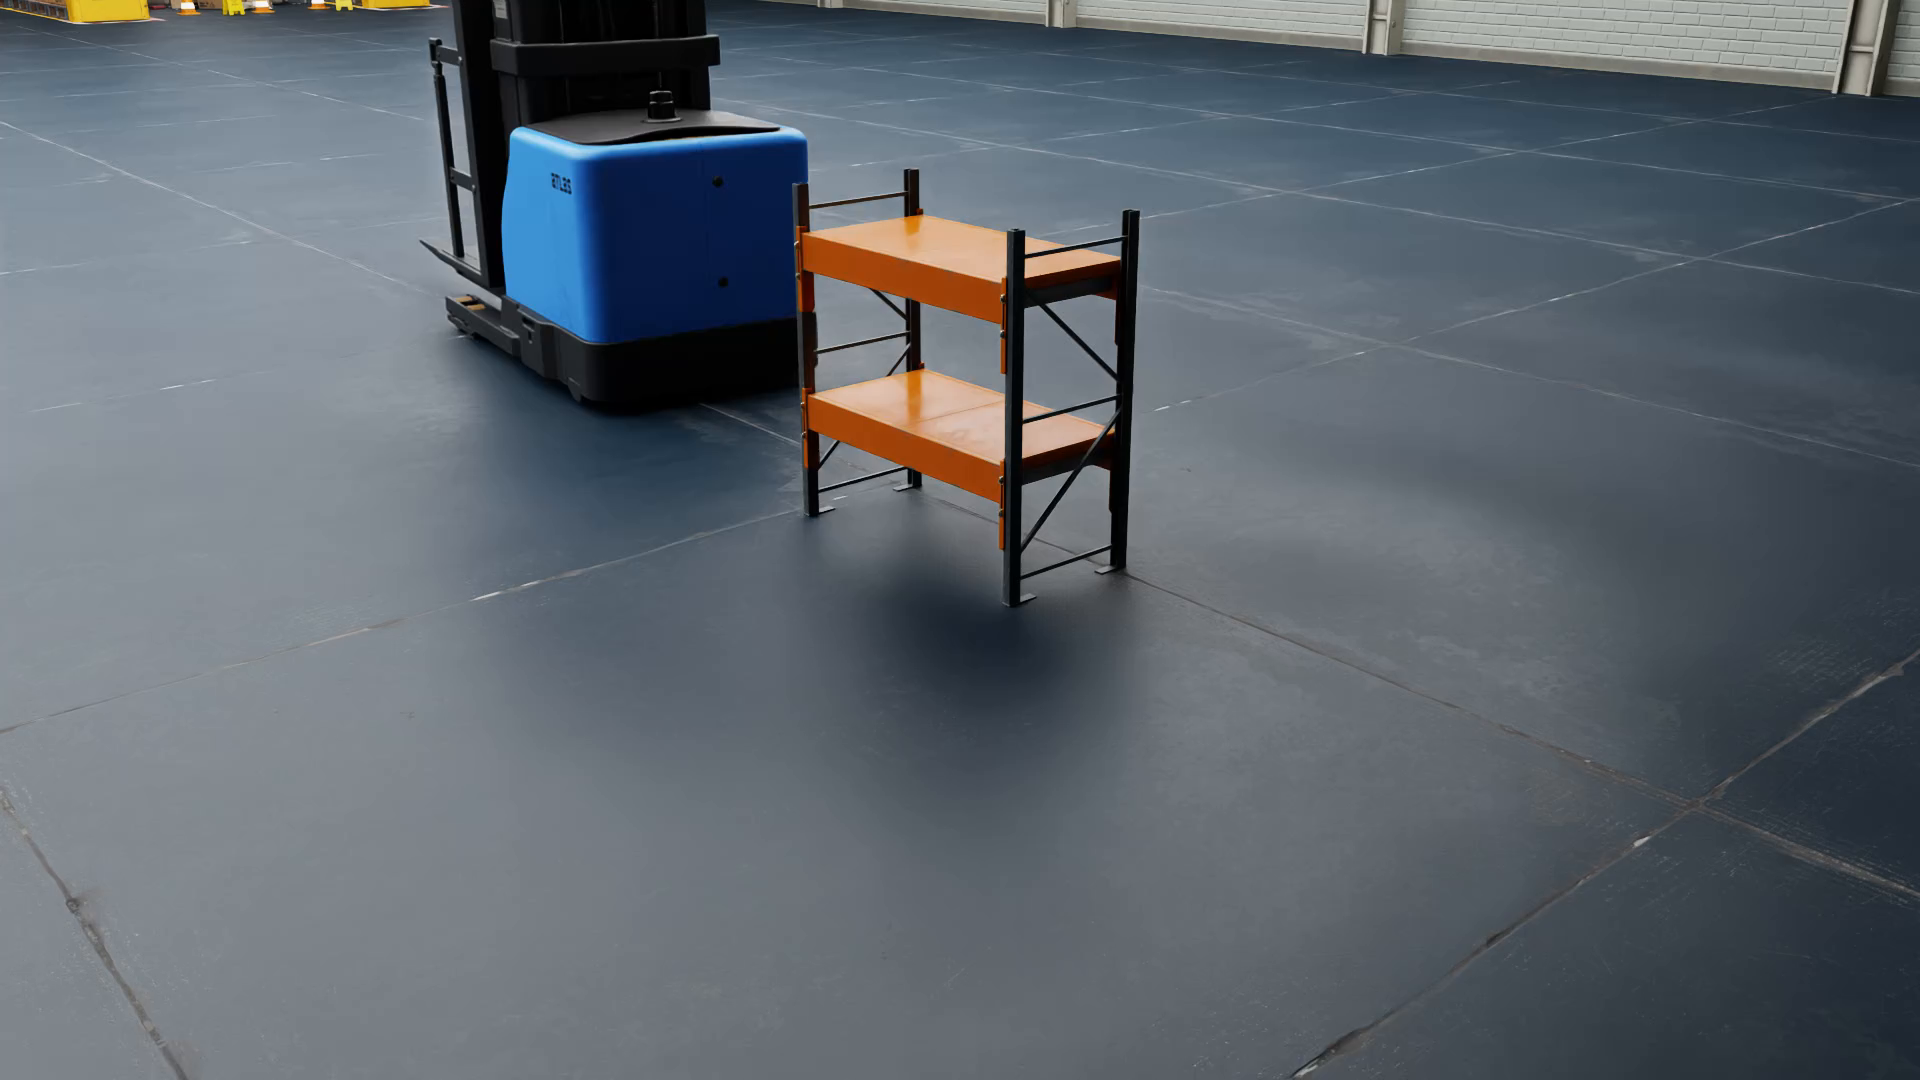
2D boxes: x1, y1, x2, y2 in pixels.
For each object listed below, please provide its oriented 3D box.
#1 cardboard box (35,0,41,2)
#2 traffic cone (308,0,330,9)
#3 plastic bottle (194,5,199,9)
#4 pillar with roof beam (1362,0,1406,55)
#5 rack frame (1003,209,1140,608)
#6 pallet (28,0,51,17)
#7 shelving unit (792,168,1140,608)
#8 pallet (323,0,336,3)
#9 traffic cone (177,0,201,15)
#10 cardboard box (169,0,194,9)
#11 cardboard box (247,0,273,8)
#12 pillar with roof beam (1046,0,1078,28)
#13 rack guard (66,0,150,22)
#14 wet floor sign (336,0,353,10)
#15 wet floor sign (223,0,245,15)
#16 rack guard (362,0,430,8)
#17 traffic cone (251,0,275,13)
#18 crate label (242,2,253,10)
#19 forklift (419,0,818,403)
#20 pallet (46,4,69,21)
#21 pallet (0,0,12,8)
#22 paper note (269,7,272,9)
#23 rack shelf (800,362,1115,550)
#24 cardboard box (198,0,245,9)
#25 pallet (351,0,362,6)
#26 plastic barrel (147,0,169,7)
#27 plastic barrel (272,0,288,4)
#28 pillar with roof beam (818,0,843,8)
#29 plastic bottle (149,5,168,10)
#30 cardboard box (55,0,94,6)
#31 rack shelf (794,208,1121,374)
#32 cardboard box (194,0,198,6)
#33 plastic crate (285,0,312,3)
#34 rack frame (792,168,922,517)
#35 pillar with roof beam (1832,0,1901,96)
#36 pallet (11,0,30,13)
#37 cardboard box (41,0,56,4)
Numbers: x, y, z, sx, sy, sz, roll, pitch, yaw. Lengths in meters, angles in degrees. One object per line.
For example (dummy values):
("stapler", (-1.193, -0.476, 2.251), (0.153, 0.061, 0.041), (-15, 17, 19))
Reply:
("cardboard box", (-15.588, -9.788, 28.700), (0.875, 0.875, 0.875), (-17, 27, -37))
("traffic cone", (-11.500, -9.752, 29.749), (0.336, 0.463, 0.334), (-17, 27, -37))
("plastic bottle", (-13.713, -9.497, 29.648), (0.283, 0.061, 0.133), (12, 24, 27))
("pillar with roof beam", (2.232, -9.507, 17.417), (9.100, 9.000, 0.400), (-17, 27, -37))
("rack frame", (0.327, -0.385, 4.925), (0.500, 1.125, 0.032), (-17, 27, -37))
("pallet", (-15.300, -9.156, 28.572), (1.003, 0.211, 1.213), (-17, 27, -37))
("shelving unit", (-0.004, -0.526, 5.284), (0.538, 1.125, 1.048), (-17, 27, -37))
("pallet", (-11.587, -10.414, 31.784), (1.003, 0.211, 1.213), (-17, 27, -37))
("traffic cone", (-13.197, -9.219, 28.387), (0.336, 0.463, 0.334), (-17, 27, -37))
("cardboard box", (-14.020, -9.711, 29.914), (0.396, 0.266, 0.258), (-12, 25, -28))
("cardboard box", (-12.628, -9.675, 29.983), (0.380, 0.149, 0.250), (-4, 22, -10))
("pillar with roof beam", (-1.684, -11.165, 21.650), (9.100, 9.000, 0.400), (-17, 27, -37))
("rack guard", (-13.911, -8.745, 27.126), (1.175, 0.500, 0.348), (-17, 27, -37))
("wet floor sign", (-10.929, -9.718, 29.412), (0.267, 0.644, 0.232), (-8, 23, -19))
("wet floor sign", (-12.407, -9.283, 28.299), (0.232, 0.644, 0.267), (17, 27, 36))
("rack guard", (-10.292, -9.979, 30.276), (1.175, 0.500, 0.348), (-17, 27, -37))
("traffic cone", (-12.119, -9.394, 28.834), (0.336, 0.463, 0.334), (-17, 27, -37))
("crate label", (-12.679, -9.445, 29.410), (0.298, 0.136, 0.250), (7, 23, 18))
("forklift", (-1.840, -2.406, 7.608), (1.130, 2.935, 3.031), (-13, 25, -30))
("pallet", (-14.507, -8.819, 27.712), (1.003, 0.211, 1.213), (-17, 27, -37))
("pallet", (-17.098, -9.917, 30.515), (1.003, 0.211, 1.213), (-17, 27, -37))
("paper note", (-12.367, -9.527, 29.765), (0.142, 0.019, 0.148), (12, 24, 27))
("rack shelf", (-0.004, -0.298, 5.373), (0.538, 0.278, 1.000), (-17, 27, -37))
("cardboard box", (-13.307, -9.842, 29.922), (0.637, 0.503, 0.797), (3, 22, 9))
("pallet", (-10.795, -10.077, 30.923), (1.003, 0.211, 1.213), (-17, 27, -37))
("plastic barrel", (-14.635, -9.873, 30.110), (0.512, 0.421, 0.421), (0, 21, -1))
("plastic barrel", (-12.737, -10.132, 30.773), (0.512, 0.421, 0.421), (0, 21, -1))
("pillar with roof beam", (-5.601, -12.822, 25.882), (9.100, 9.000, 0.400), (-17, 27, -37))
("plastic bottle", (-14.284, -9.494, 29.639), (0.133, 0.061, 0.283), (12, 24, 27))
("cardboard box", (-14.419, -9.293, 27.436), (0.875, 0.875, 0.875), (-17, 27, -37))
("rack shelf", (-0.004, -0.798, 5.177), (0.538, 0.278, 1.000), (-17, 27, -37))
("cardboard box", (-13.923, -10.162, 30.552), (0.797, 0.637, 0.503), (-17, 27, -37))
("plastic crate", (-12.450, -10.238, 31.515), (0.583, 0.080, 0.402), (12, 24, 27))
("rack frame", (-0.336, -0.666, 5.642), (0.500, 1.125, 0.032), (-17, 27, -37))
("pillar with roof beam", (6.149, -7.849, 13.185), (9.100, 9.000, 0.400), (-17, 27, -37))
("pallet", (-16.100, -9.493, 29.433), (1.003, 0.211, 1.213), (-17, 27, -37))
("cardboard box", (-14.995, -9.536, 28.055), (0.875, 0.875, 0.875), (-18, 28, -38))
